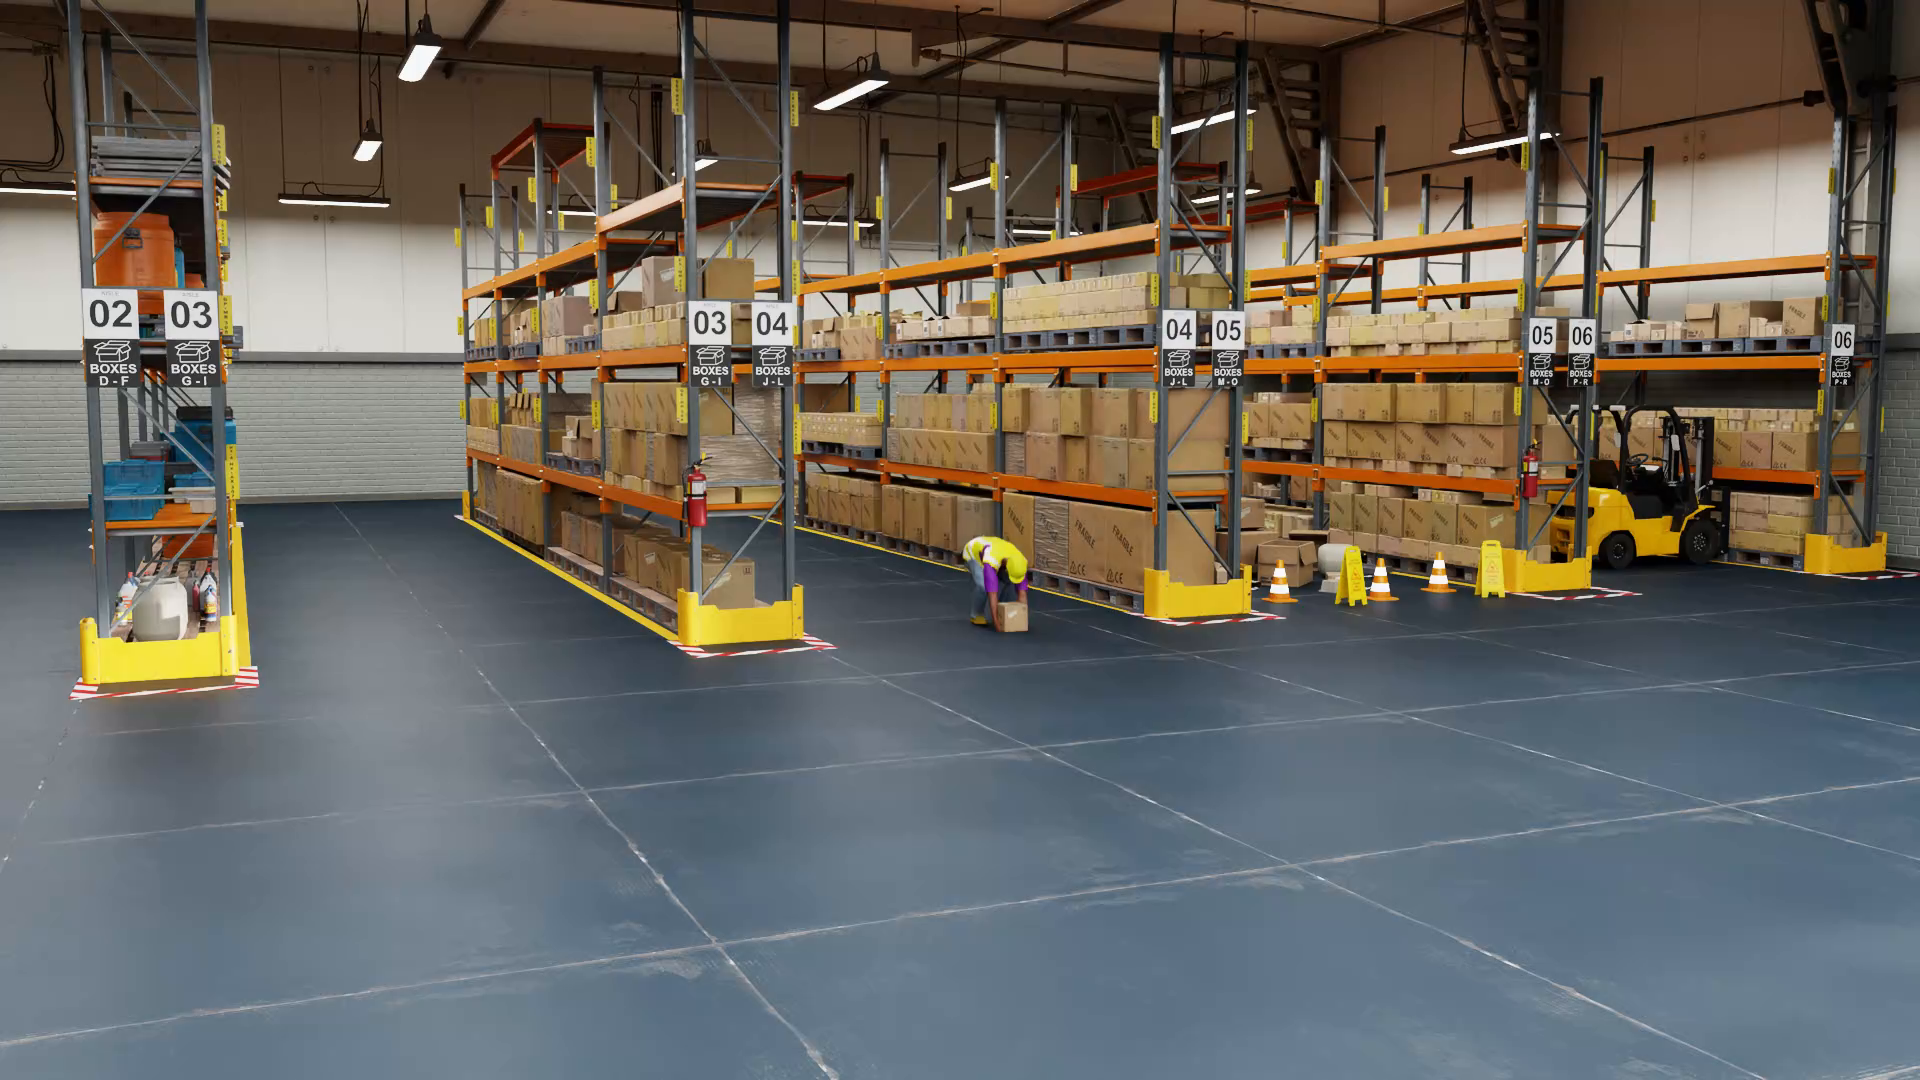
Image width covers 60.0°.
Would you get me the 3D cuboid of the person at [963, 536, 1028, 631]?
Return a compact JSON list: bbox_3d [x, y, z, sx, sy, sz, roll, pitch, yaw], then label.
[{"bbox_3d":[0.396,0.426,16.787,0.508,0.907,0.977,-3,6,-26],"label":"person"}]
